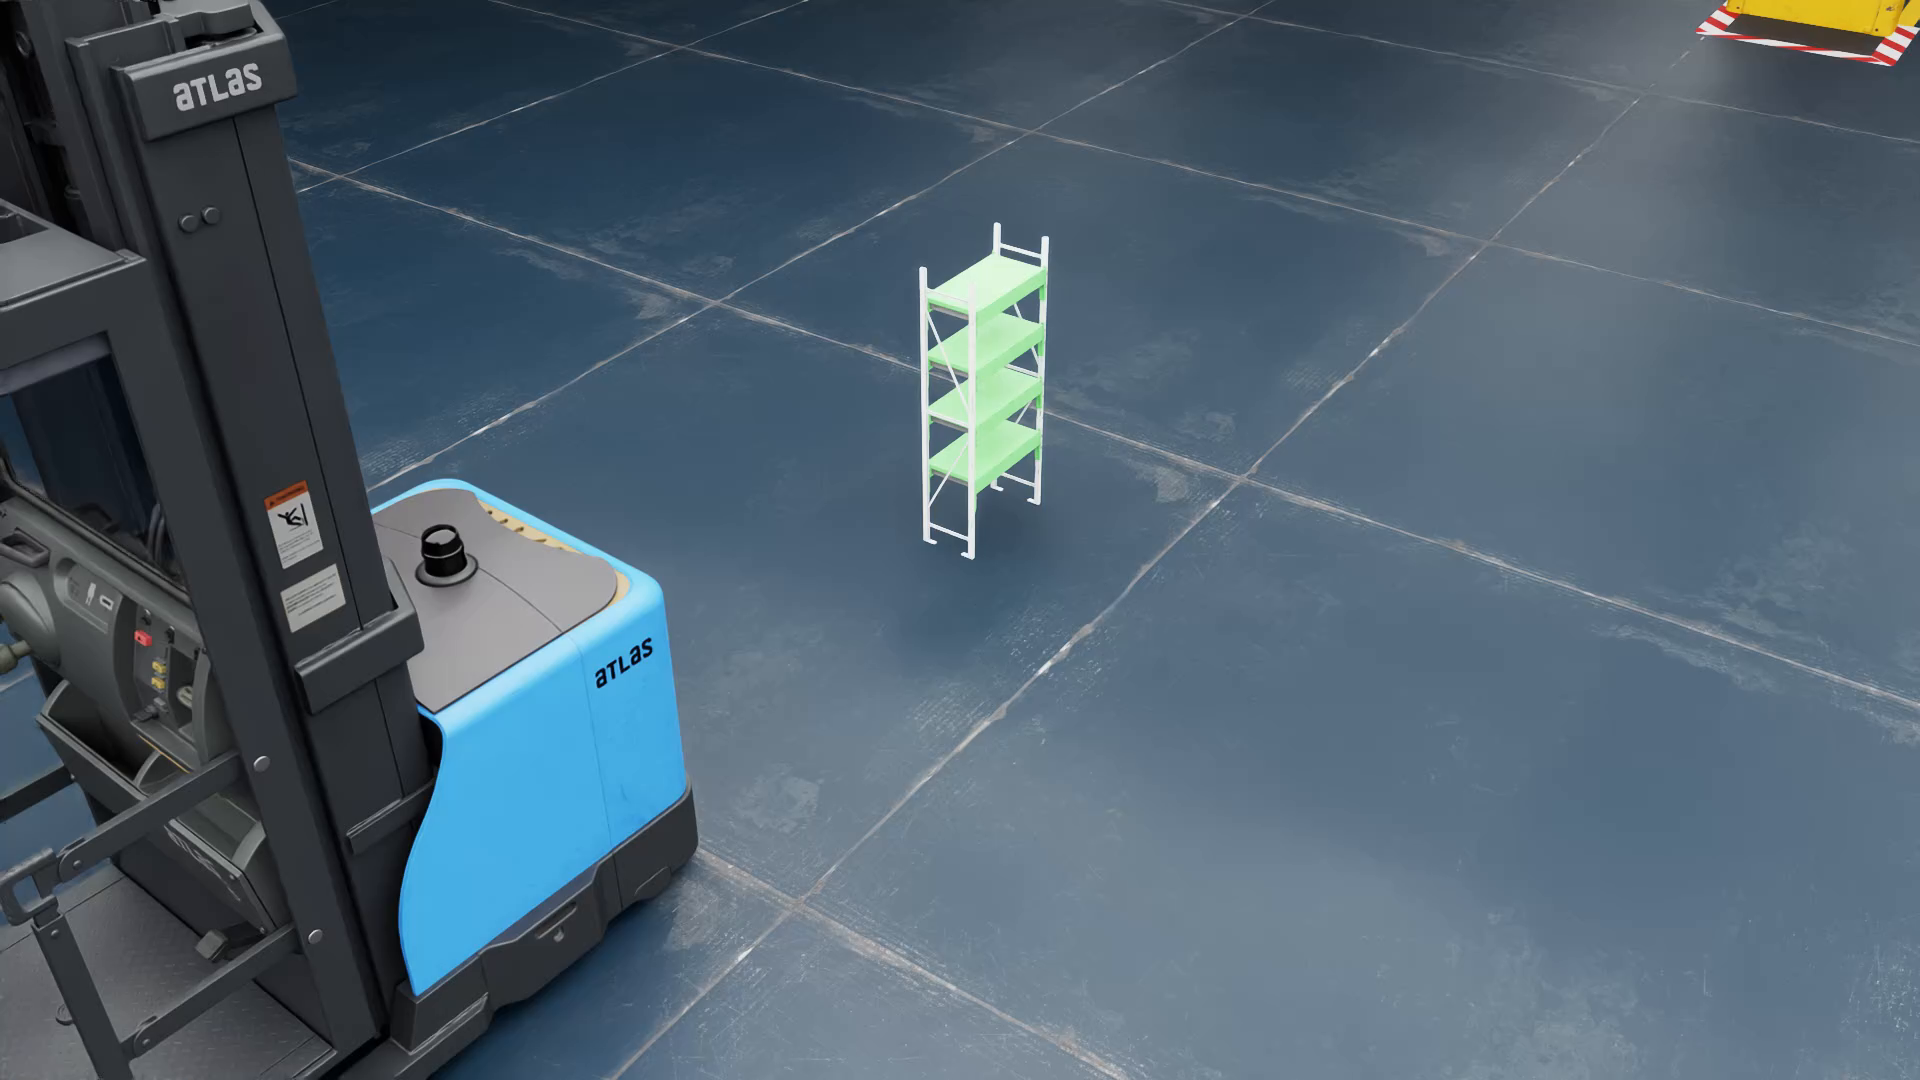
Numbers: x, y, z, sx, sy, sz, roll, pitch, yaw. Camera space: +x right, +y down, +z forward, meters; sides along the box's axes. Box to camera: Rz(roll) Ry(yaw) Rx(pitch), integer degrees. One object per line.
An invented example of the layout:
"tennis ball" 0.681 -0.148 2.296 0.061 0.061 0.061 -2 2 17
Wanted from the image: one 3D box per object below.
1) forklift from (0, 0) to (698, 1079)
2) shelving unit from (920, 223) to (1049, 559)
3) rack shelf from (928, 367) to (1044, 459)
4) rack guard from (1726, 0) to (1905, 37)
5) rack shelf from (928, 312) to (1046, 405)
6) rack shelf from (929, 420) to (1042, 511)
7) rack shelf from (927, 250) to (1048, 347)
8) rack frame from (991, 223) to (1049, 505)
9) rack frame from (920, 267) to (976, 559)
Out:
"forklift" -2.121 0.279 3.722 1.130 2.935 3.031 24 41 31
"shelving unit" 0.094 -0.573 6.527 0.258 1.200 0.503 21 39 28
"rack shelf" 0.094 -0.520 6.562 0.258 0.148 0.480 21 39 28
"rack guard" 6.433 -4.156 12.449 1.175 0.500 0.348 21 39 28
"rack shelf" 0.094 -0.719 6.428 0.258 0.148 0.480 21 39 28
"rack shelf" 0.094 -0.321 6.697 0.258 0.148 0.480 21 39 28
"rack shelf" 0.094 -0.918 6.293 0.258 0.148 0.480 21 39 28
"rack frame" 0.234 -0.685 6.693 0.240 1.200 0.015 21 39 28
"rack frame" -0.045 -0.461 6.360 0.240 1.200 0.015 21 39 28
